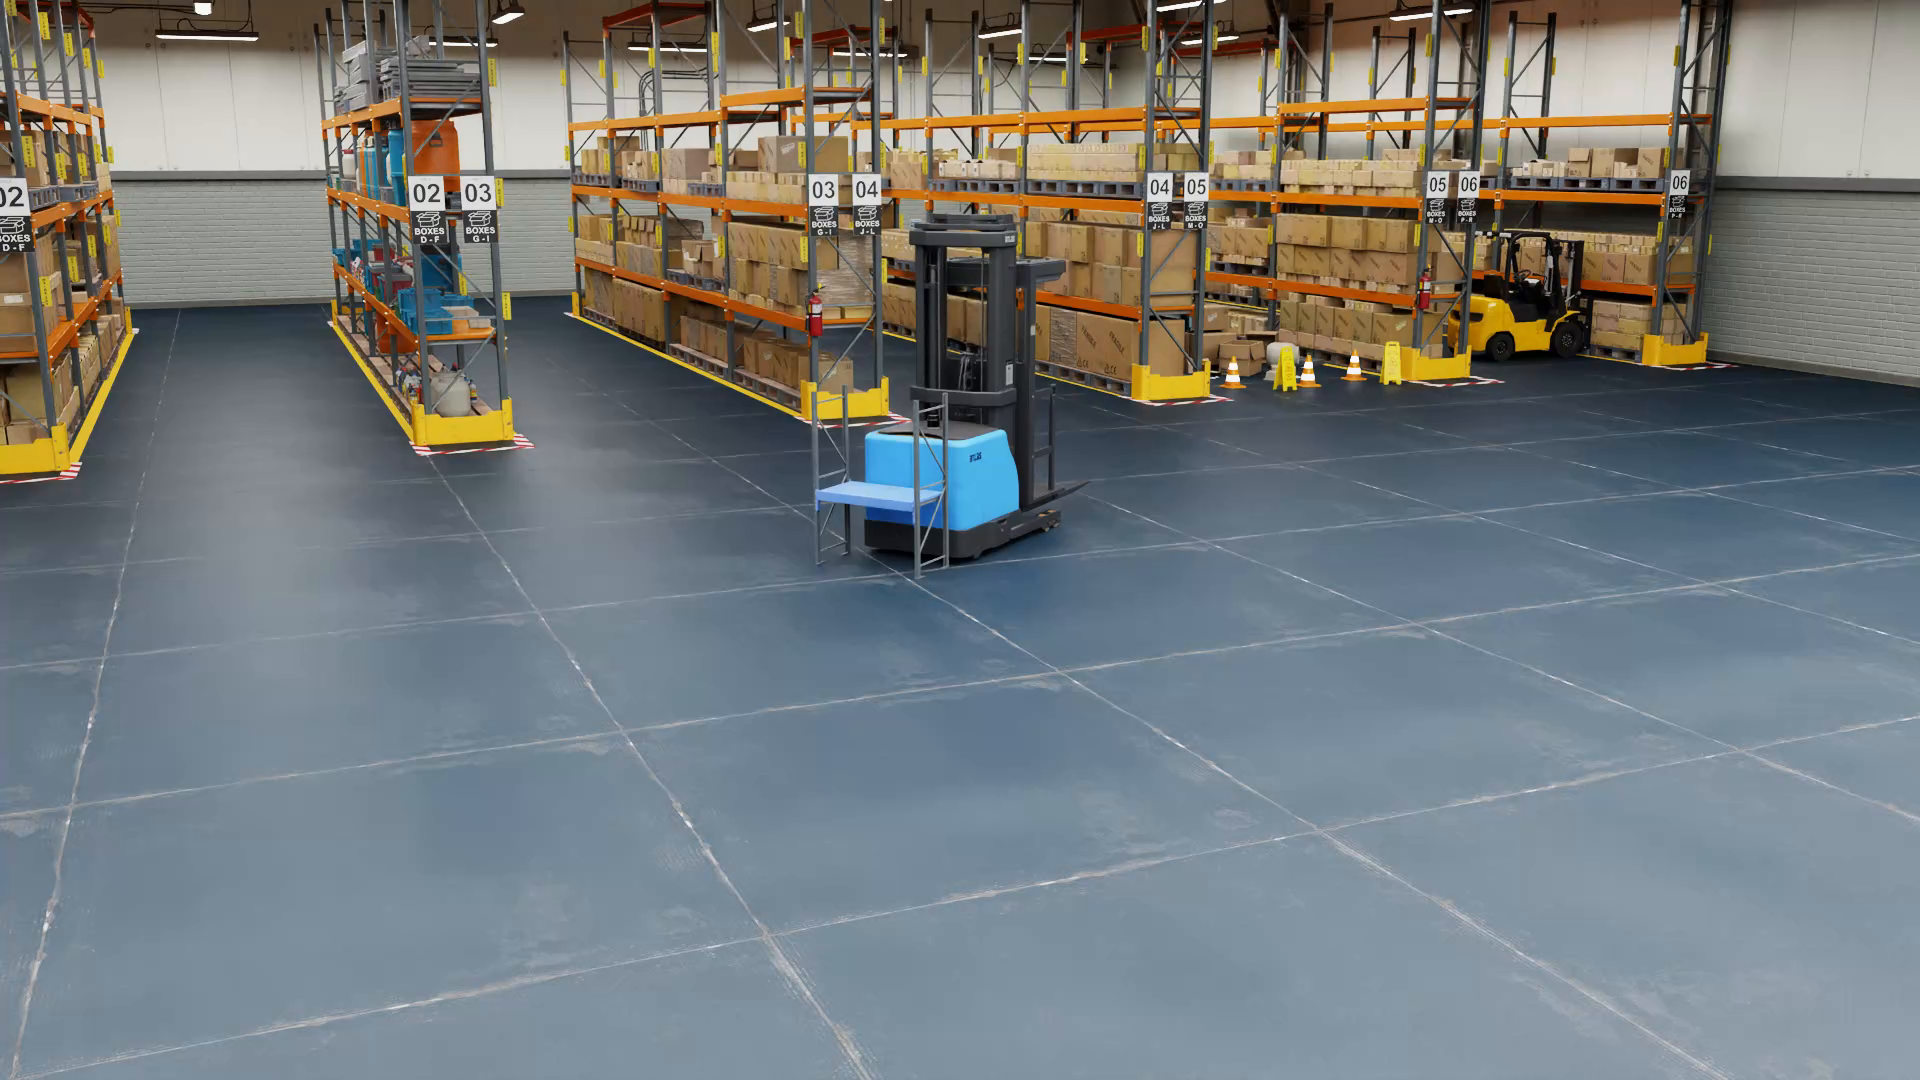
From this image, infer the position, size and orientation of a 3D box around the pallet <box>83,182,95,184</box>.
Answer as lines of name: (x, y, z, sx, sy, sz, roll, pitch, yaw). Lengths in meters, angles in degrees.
pallet: (-14.791, -5.726, 27.102, 1.213, 0.211, 1.003, -6, 14, -23)

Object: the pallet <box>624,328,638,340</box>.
pallet: (-5.950, -4.094, 32.471, 1.003, 0.211, 1.213, -6, 14, -23)

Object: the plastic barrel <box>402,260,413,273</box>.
plastic barrel: (-8.656, -4.193, 26.465, 0.421, 0.512, 0.421, 0, 13, 0)

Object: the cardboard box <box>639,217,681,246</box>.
cardboard box: (-5.537, -5.742, 30.959, 0.797, 0.503, 0.637, -5, 14, -21)

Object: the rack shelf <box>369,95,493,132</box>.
rack shelf: (-6.860, -5.469, 21.406, 1.077, 0.370, 4.000, -6, 14, -23)

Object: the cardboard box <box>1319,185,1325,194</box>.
cardboard box: (6.272, -5.888, 27.943, 0.380, 0.149, 0.250, -6, 14, -25)

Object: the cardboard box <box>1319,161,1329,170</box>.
cardboard box: (6.239, -6.271, 27.827, 0.380, 0.149, 0.250, -6, 14, -25)

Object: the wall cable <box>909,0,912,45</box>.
wall cable: (-2.346, -14.519, 43.390, 2.355, 3.000, 0.029, -6, 14, -23)

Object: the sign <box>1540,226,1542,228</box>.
sign: (11.011, -5.807, 31.594, 0.100, 0.325, 0.005, -6, 14, -23)

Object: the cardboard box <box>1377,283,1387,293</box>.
cardboard box: (6.927, -4.054, 26.670, 0.380, 0.149, 0.250, -6, 14, -24)

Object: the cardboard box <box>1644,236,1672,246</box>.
cardboard box: (11.769, -5.035, 28.032, 0.380, 0.149, 0.250, -6, 14, -23)

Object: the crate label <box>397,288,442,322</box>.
crate label: (-7.044, -3.052, 21.705, 0.502, 0.435, 0.616, -6, 14, -23)

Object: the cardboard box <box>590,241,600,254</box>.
cardboard box: (-7.359, -6.062, 34.461, 0.500, 0.250, 0.500, -6, 14, -24)

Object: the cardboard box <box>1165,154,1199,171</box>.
cardboard box: (3.106, -5.463, 24.067, 0.500, 0.250, 0.500, -6, 14, -23)

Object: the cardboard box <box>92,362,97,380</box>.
cardboard box: (-12.961, -2.453, 24.362, 0.500, 0.250, 0.500, -5, 14, -22)

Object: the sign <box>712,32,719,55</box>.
sign: (-3.630, -7.356, 24.654, 0.100, 0.325, 0.005, -6, 14, -23)

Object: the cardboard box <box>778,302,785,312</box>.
cardboard box: (-2.340, -3.301, 23.416, 0.380, 0.149, 0.250, -6, 14, -23)

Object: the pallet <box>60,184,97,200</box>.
pallet: (-13.450, -5.122, 24.495, 1.213, 0.211, 1.003, -5, 14, -20)

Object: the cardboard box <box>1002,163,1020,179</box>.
cardboard box: (1.032, -6.153, 27.709, 0.500, 0.250, 0.500, -5, 14, -22)

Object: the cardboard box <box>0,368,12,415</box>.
cardboard box: (-11.501, -1.752, 19.669, 0.500, 0.500, 0.500, -6, 14, -23)

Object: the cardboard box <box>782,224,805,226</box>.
cardboard box: (-2.290, -4.359, 24.331, 0.500, 0.500, 0.500, -6, 14, -23)

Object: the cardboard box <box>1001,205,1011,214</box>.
cardboard box: (1.295, -7.632, 39.132, 0.500, 0.500, 0.500, -6, 14, -24)

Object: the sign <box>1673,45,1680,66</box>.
sign: (11.603, -7.841, 26.922, 0.100, 0.325, 0.005, -6, 14, -23)

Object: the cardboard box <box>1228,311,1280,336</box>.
cardboard box: (5.453, -4.028, 30.899, 0.950, 0.372, 0.625, -5, 14, -19)

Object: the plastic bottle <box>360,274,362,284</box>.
plastic bottle: (-10.173, -4.474, 28.367, 0.097, 0.201, 0.097, 0, 13, 0)

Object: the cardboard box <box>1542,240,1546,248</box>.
cardboard box: (10.760, -5.355, 30.075, 0.380, 0.149, 0.250, -6, 14, -24)

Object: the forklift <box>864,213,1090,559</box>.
forklift: (0.301, -1.552, 15.456, 1.130, 2.935, 3.031, 7, 15, 28)

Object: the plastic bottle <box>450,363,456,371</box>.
plastic bottle: (-7.140, -2.322, 23.529, 0.144, 0.351, 0.185, -6, 14, -24)

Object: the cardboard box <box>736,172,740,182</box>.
cardboard box: (-3.106, -5.391, 24.687, 0.380, 0.149, 0.250, -6, 14, -26)

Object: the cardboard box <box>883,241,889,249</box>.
cardboard box: (-1.274, -5.760, 32.452, 0.380, 0.149, 0.250, -5, 14, -22)

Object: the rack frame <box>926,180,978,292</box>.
rack frame: (-0.141, -5.206, 31.091, 1.000, 3.000, 0.127, -6, 14, -23)

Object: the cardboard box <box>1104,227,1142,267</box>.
cardboard box: (2.646, -4.338, 24.612, 0.875, 0.550, 0.550, -6, 14, -23)

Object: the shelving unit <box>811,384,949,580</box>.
shelving unit: (-0.675, -0.510, 14.120, 1.048, 1.500, 0.538, 8, 15, 30)

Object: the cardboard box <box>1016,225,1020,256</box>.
cardboard box: (1.257, -5.017, 27.837, 0.700, 0.500, 0.500, -6, 14, -24)

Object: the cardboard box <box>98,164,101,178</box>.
cardboard box: (-15.575, -6.569, 29.553, 0.500, 0.250, 0.500, -6, 14, -23)

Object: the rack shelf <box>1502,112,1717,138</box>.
rack shelf: (11.305, -7.261, 29.147, 1.077, 0.370, 4.000, -6, 14, -23)

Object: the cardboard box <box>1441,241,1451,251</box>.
cardboard box: (9.660, -5.757, 32.697, 0.500, 0.250, 0.500, -5, 14, -22)

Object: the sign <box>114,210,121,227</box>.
sign: (-16.492, -6.302, 32.557, 0.100, 0.325, 0.005, -6, 14, -23)

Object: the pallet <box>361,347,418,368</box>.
pallet: (-9.618, -3.132, 28.315, 1.003, 0.211, 1.213, -6, 14, -23)

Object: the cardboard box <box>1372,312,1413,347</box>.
cardboard box: (6.999, -3.393, 26.763, 0.500, 0.500, 0.500, -6, 14, -23)

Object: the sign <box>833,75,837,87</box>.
sign: (-2.828, -10.360, 37.631, 0.100, 0.325, 0.005, -6, 14, -23)

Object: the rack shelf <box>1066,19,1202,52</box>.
rack shelf: (3.553, -10.279, 33.928, 1.077, 0.370, 4.000, -6, 14, -23)

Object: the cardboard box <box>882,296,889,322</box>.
cardboard box: (-1.254, -4.626, 33.199, 0.500, 0.500, 0.500, -5, 14, -22)

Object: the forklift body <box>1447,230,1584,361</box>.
forklift body: (9.674, -4.284, 28.989, 2.313, 2.155, 1.214, -6, 14, -23)

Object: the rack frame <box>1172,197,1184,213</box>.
rack frame: (5.696, -7.776, 42.195, 1.000, 3.000, 0.127, -6, 14, -23)

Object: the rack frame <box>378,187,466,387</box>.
rack frame: (-7.662, -3.505, 23.742, 1.000, 3.000, 0.127, -6, 14, -23)

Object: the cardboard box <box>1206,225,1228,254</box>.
cardboard box: (4.950, -5.638, 31.146, 0.500, 0.500, 0.500, -6, 14, -25)

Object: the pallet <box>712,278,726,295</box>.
pallet: (-3.296, -4.030, 26.436, 1.003, 0.211, 1.213, -6, 14, -23)

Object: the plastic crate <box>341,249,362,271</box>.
plastic crate: (-11.366, -5.245, 31.162, 0.392, 0.384, 0.575, -6, 14, -23)

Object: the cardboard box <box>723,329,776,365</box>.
cardboard box: (-3.350, -3.078, 26.464, 0.700, 0.500, 0.500, -7, 15, -27)

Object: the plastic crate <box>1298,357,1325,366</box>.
plastic crate: (5.834, -3.027, 28.150, 0.402, 0.080, 0.583, -12, 18, -42)

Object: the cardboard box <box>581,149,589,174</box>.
cardboard box: (-7.558, -7.965, 34.986, 0.700, 0.500, 0.500, -6, 14, -25)

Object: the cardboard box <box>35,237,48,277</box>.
cardboard box: (-11.615, -3.440, 20.363, 0.700, 0.500, 0.500, -6, 14, -23)

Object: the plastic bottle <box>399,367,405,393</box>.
plastic bottle: (-7.718, -2.225, 23.109, 0.144, 0.351, 0.185, -5, 14, -21)

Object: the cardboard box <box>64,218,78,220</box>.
cardboard box: (-16.456, -5.642, 30.536, 0.500, 0.500, 0.500, -6, 14, -23)

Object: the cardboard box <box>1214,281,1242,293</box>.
cardboard box: (6.577, -6.233, 40.141, 0.700, 0.500, 0.500, -6, 14, -25)
